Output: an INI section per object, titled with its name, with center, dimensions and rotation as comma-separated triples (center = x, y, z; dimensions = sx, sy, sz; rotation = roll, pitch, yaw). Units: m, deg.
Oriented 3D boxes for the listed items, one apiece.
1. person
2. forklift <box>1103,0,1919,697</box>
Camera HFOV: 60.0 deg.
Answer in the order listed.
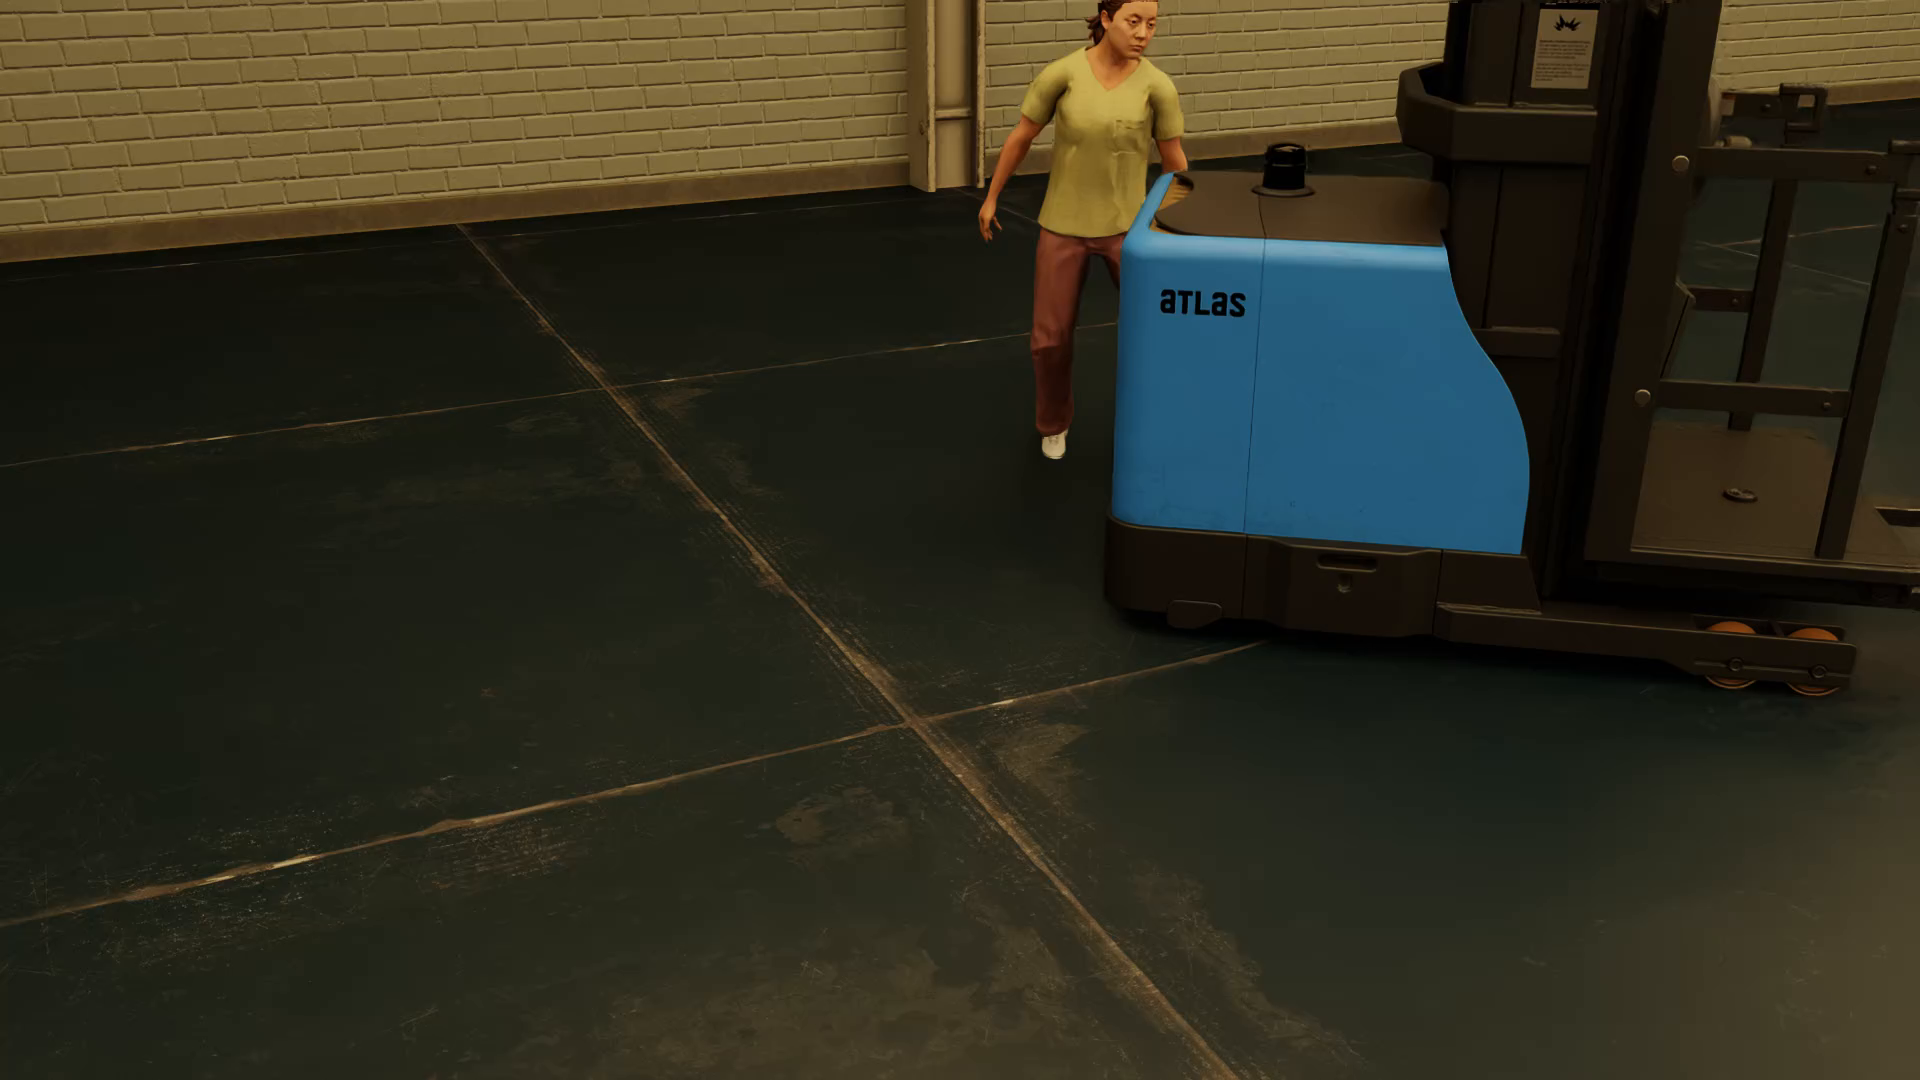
[person]
center = 0.463, -1.032, 5.537
dimensions = 0.814, 1.648, 0.443
rotation = 3, 23, 6
[forklift]
center = 1.964, -1.185, 4.138
dimensions = 3.031, 2.935, 1.130
rotation = 5, 23, 11
